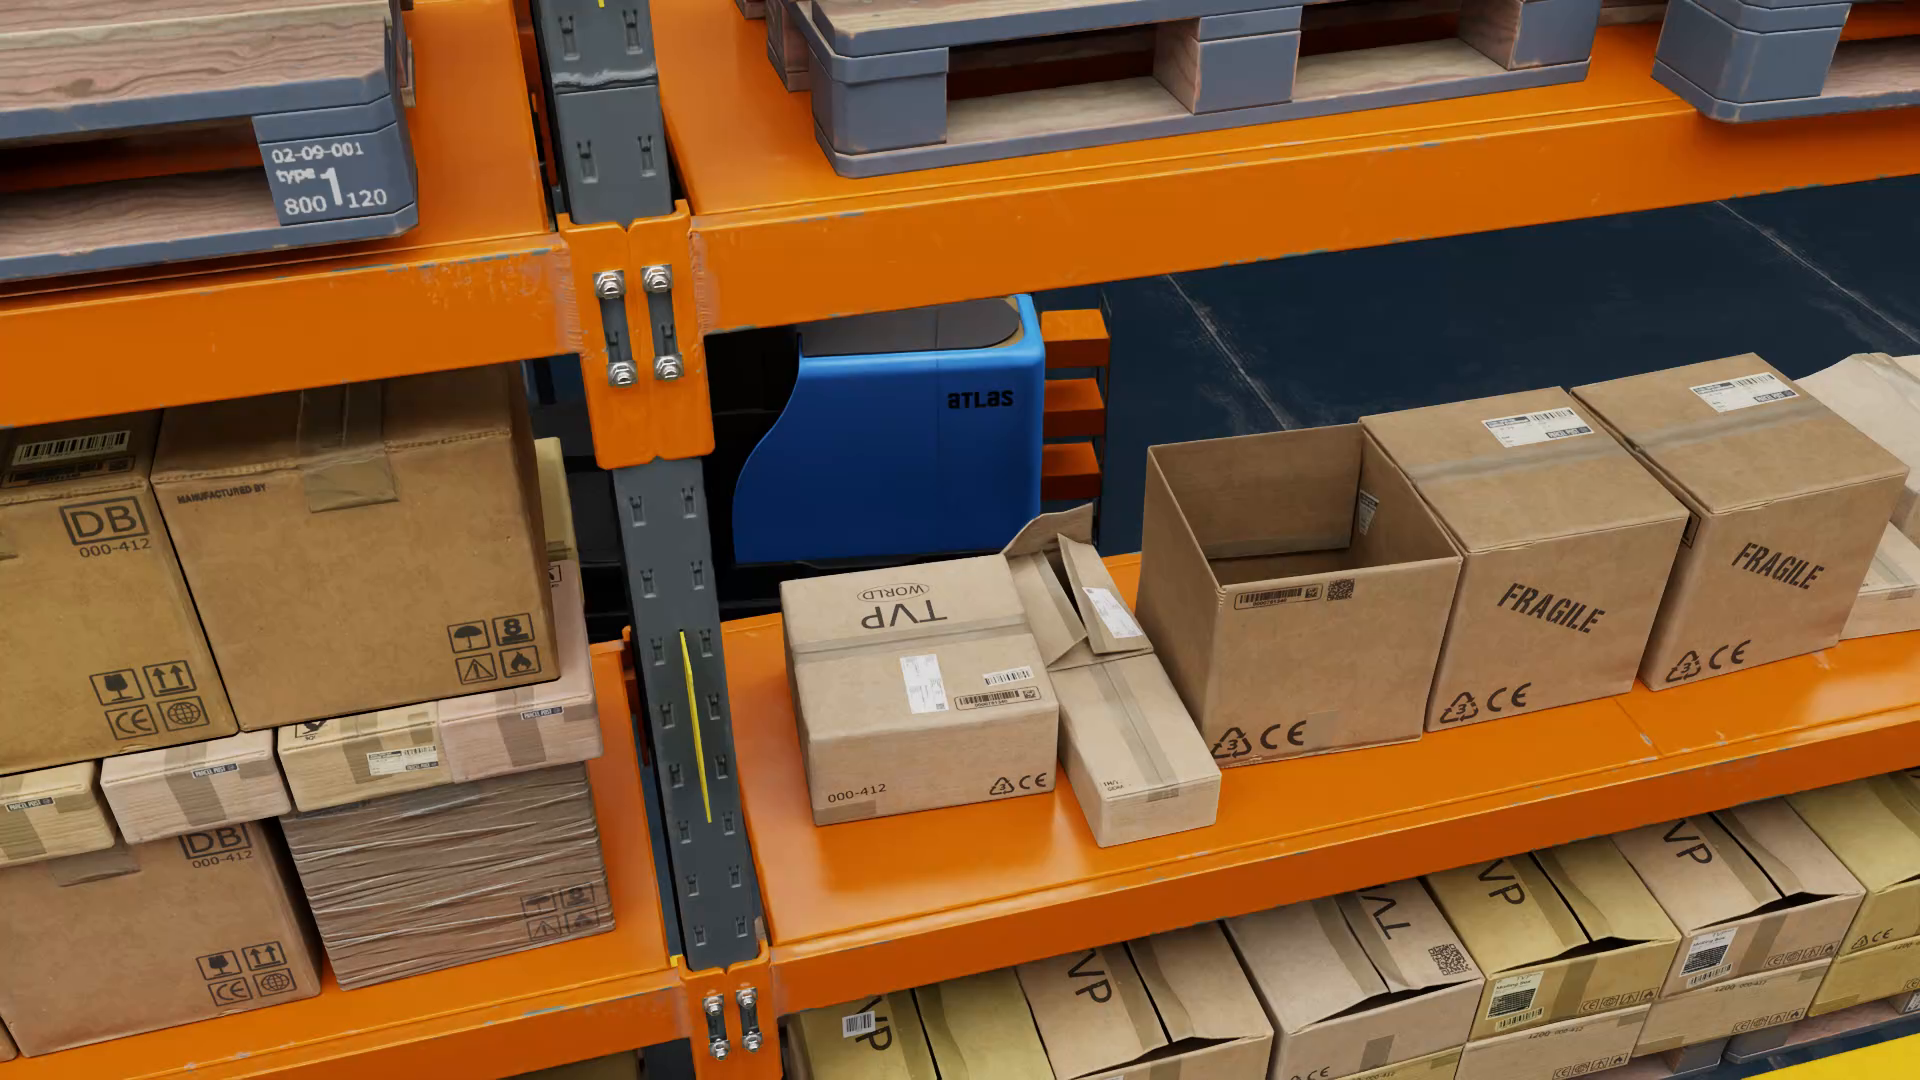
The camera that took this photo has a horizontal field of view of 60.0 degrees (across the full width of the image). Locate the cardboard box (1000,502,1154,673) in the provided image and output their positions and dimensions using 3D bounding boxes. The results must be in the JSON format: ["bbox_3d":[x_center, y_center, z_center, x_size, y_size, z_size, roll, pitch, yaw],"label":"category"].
[{"bbox_3d":[0.240,0.154,3.690,0.258,0.266,0.396,-10,39,-13],"label":"cardboard box"}]

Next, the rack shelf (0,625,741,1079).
[{"bbox_3d":[-2.492,0.950,3.131,4.000,0.370,1.077,-9,38,-12],"label":"rack shelf"}]

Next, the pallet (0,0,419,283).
[{"bbox_3d":[-1.378,-0.658,2.246,1.213,0.211,1.003,-9,38,-12],"label":"pallet"}]

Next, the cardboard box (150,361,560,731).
[{"bbox_3d":[-0.988,-0.133,2.805,0.500,0.500,0.700,-9,38,-12],"label":"cardboard box"}]

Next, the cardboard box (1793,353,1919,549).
[{"bbox_3d":[2.386,-0.222,4.145,0.500,0.311,0.500,-10,38,-12],"label":"cardboard box"}]

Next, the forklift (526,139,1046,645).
[{"bbox_3d":[-1.260,-1.119,5.300,3.031,2.935,1.130,-3,38,-4],"label":"forklift"}]

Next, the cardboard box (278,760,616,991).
[{"bbox_3d":[-0.988,0.382,3.199,0.500,0.500,0.700,-10,39,-13],"label":"cardboard box"}]

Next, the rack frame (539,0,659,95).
[{"bbox_3d":[-0.561,-2.035,1.504,0.127,3.000,1.000,-9,38,-12],"label":"rack frame"}]

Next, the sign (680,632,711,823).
[{"bbox_3d":[-0.415,0.298,2.614,0.005,0.325,0.100,-9,38,-12],"label":"sign"}]

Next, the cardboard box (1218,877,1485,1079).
[{"bbox_3d":[0.887,0.972,3.966,0.500,0.311,0.500,-11,39,-13],"label":"cardboard box"}]

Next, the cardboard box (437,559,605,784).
[{"bbox_3d":[-0.768,0.219,2.879,0.250,0.149,0.380,-9,38,-12],"label":"cardboard box"}]

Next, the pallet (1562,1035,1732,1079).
[{"bbox_3d":[1.320,1.120,4.612,1.213,0.211,1.003,-9,38,-12],"label":"pallet"}]

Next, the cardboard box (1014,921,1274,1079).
[{"bbox_3d":[0.387,1.055,3.858,0.500,0.311,0.500,-10,38,-12],"label":"cardboard box"}]

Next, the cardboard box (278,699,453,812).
[{"bbox_3d":[-1.007,0.257,2.829,0.250,0.149,0.380,-10,39,-13],"label":"cardboard box"}]

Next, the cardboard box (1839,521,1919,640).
[{"bbox_3d":[2.084,0.049,3.924,0.250,0.149,0.380,-7,38,-9],"label":"cardboard box"}]

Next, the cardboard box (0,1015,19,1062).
[{"bbox_3d":[-1.981,0.547,2.984,0.500,0.500,0.700,-9,38,-11],"label":"cardboard box"}]

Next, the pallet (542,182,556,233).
[{"bbox_3d":[-2.495,-1.323,7.805,1.213,0.211,1.003,-9,38,-12],"label":"pallet"}]

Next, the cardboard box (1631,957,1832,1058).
[{"bbox_3d":[1.873,1.027,4.355,0.500,0.250,0.500,-8,38,-11],"label":"cardboard box"}]

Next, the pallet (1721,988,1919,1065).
[{"bbox_3d":[2.496,0.929,4.862,1.213,0.211,1.003,-9,38,-12],"label":"pallet"}]

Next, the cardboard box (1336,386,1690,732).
[{"bbox_3d":[1.177,0.033,3.656,0.500,0.500,0.500,-9,38,-12],"label":"cardboard box"}]

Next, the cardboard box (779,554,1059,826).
[{"bbox_3d":[-0.097,0.304,3.508,0.500,0.250,0.500,-7,38,-9],"label":"cardboard box"}]

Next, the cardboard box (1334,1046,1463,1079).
[{"bbox_3d":[0.886,1.191,4.142,0.500,0.250,0.500,-10,39,-13],"label":"cardboard box"}]

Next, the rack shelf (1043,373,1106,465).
[{"bbox_3d":[0.383,-0.427,5.962,0.240,0.259,0.215,-3,38,-4],"label":"rack shelf"}]

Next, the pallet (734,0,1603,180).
[{"bbox_3d":[0.287,-0.915,2.666,1.217,0.209,0.805,-11,39,-14],"label":"pallet"}]

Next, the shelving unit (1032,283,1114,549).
[{"bbox_3d":[0.383,-0.436,5.955,0.252,1.050,0.215,-3,38,-4],"label":"shelving unit"}]

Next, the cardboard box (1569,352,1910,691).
[{"bbox_3d":[1.685,-0.050,3.765,0.500,0.500,0.500,-11,39,-14],"label":"cardboard box"}]

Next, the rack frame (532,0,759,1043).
[{"bbox_3d":[-0.561,0.348,3.327,0.127,3.000,1.000,-9,38,-12],"label":"rack frame"}]

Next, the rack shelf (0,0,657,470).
[{"bbox_3d":[-2.492,-0.241,2.220,4.000,0.370,1.077,-9,38,-12],"label":"rack shelf"}]

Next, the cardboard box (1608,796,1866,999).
[{"bbox_3d":[1.871,0.809,4.180,0.500,0.311,0.500,-10,38,-12],"label":"cardboard box"}]

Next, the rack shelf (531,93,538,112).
[{"bbox_3d":[-3.787,-1.955,6.929,4.000,0.370,1.077,-9,38,-12],"label":"rack shelf"}]

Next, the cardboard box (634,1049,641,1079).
[{"bbox_3d":[-1.088,1.169,4.171,0.500,0.250,0.500,-9,38,-12],"label":"cardboard box"}]

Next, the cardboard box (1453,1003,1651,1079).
[{"bbox_3d":[1.377,1.111,4.247,0.500,0.250,0.500,-9,38,-11],"label":"cardboard box"}]

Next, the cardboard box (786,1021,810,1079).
[{"bbox_3d":[-0.107,1.354,3.928,0.500,0.250,0.500,-10,39,-13],"label":"cardboard box"}]

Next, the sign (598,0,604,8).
[{"bbox_3d":[-0.415,-0.755,1.809,0.005,0.325,0.100,-9,38,-12],"label":"sign"}]

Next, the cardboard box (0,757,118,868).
[{"bbox_3d":[-1.513,0.342,2.718,0.250,0.149,0.380,-9,38,-12],"label":"cardboard box"}]

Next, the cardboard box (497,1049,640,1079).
[{"bbox_3d":[-0.952,1.475,3.771,0.500,0.250,0.500,-9,38,-12],"label":"cardboard box"}]

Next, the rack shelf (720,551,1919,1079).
[{"bbox_3d":[1.370,0.317,3.959,4.000,0.370,1.077,-9,38,-12],"label":"rack shelf"}]

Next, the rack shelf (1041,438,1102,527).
[{"bbox_3d":[0.383,-0.206,6.131,0.240,0.259,0.215,-3,38,-4],"label":"rack shelf"}]

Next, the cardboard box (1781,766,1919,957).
[{"bbox_3d":[2.359,0.730,4.282,0.500,0.311,0.500,-10,39,-13],"label":"cardboard box"}]

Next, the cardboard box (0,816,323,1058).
[{"bbox_3d":[-1.495,0.469,3.085,0.500,0.500,0.700,-10,38,-12],"label":"cardboard box"}]

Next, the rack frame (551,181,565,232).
[{"bbox_3d":[-1.856,-2.557,7.124,0.127,3.000,1.000,-9,38,-12],"label":"rack frame"}]

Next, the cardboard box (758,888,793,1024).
[{"bbox_3d":[-0.236,1.037,4.343,0.500,0.250,0.500,-10,38,-12],"label":"cardboard box"}]

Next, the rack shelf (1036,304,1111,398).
[{"bbox_3d":[0.383,-0.653,5.789,0.240,0.259,0.215,-3,38,-4],"label":"rack shelf"}]

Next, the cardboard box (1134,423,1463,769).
[{"bbox_3d":[0.693,0.112,3.552,0.500,0.500,0.500,-7,38,-9],"label":"cardboard box"}]

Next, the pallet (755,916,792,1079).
[{"bbox_3d":[0.140,1.316,4.356,1.213,0.211,1.003,-9,38,-12],"label":"pallet"}]

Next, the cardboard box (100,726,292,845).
[{"bbox_3d":[-1.259,0.300,2.773,0.250,0.149,0.380,-10,39,-13],"label":"cardboard box"}]

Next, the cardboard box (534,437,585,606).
[{"bbox_3d":[-0.871,-0.021,3.192,0.250,0.149,0.380,-9,38,-12],"label":"cardboard box"}]

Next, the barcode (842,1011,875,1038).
[{"bbox_3d":[-0.206,0.988,3.394,0.075,0.075,0.001,-9,38,-12],"label":"barcode"}]

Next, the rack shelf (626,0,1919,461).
[{"bbox_3d":[1.370,-0.875,3.048,4.000,0.370,1.077,-9,38,-12],"label":"rack shelf"}]

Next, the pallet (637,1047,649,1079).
[{"bbox_3d":[-1.340,1.557,4.041,1.213,0.211,1.003,-9,38,-12],"label":"pallet"}]

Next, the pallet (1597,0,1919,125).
[{"bbox_3d":[1.590,-1.063,2.858,1.213,0.211,1.003,-8,38,-10],"label":"pallet"}]

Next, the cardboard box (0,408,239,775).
[{"bbox_3d":[-1.475,-0.052,2.700,0.500,0.500,0.700,-9,38,-12],"label":"cardboard box"}]

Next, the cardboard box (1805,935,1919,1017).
[{"bbox_3d":[2.359,0.950,4.457,0.500,0.250,0.500,-10,38,-12],"label":"cardboard box"}]

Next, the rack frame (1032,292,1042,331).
[{"bbox_3d":[0.261,-0.428,5.946,0.008,1.050,0.200,-3,38,-4],"label":"rack frame"}]

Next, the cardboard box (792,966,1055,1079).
[{"bbox_3d":[-0.097,1.131,3.759,0.500,0.311,0.500,-9,38,-12],"label":"cardboard box"}]

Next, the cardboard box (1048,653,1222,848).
[{"bbox_3d":[0.348,0.427,3.430,0.250,0.149,0.380,-9,38,-12],"label":"cardboard box"}]

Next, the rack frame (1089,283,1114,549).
[{"bbox_3d":[0.504,-0.443,5.965,0.008,1.050,0.200,-3,38,-4],"label":"rack frame"}]

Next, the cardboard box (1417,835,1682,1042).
[{"bbox_3d":[1.387,0.887,4.078,0.500,0.311,0.500,-8,38,-11],"label":"cardboard box"}]
